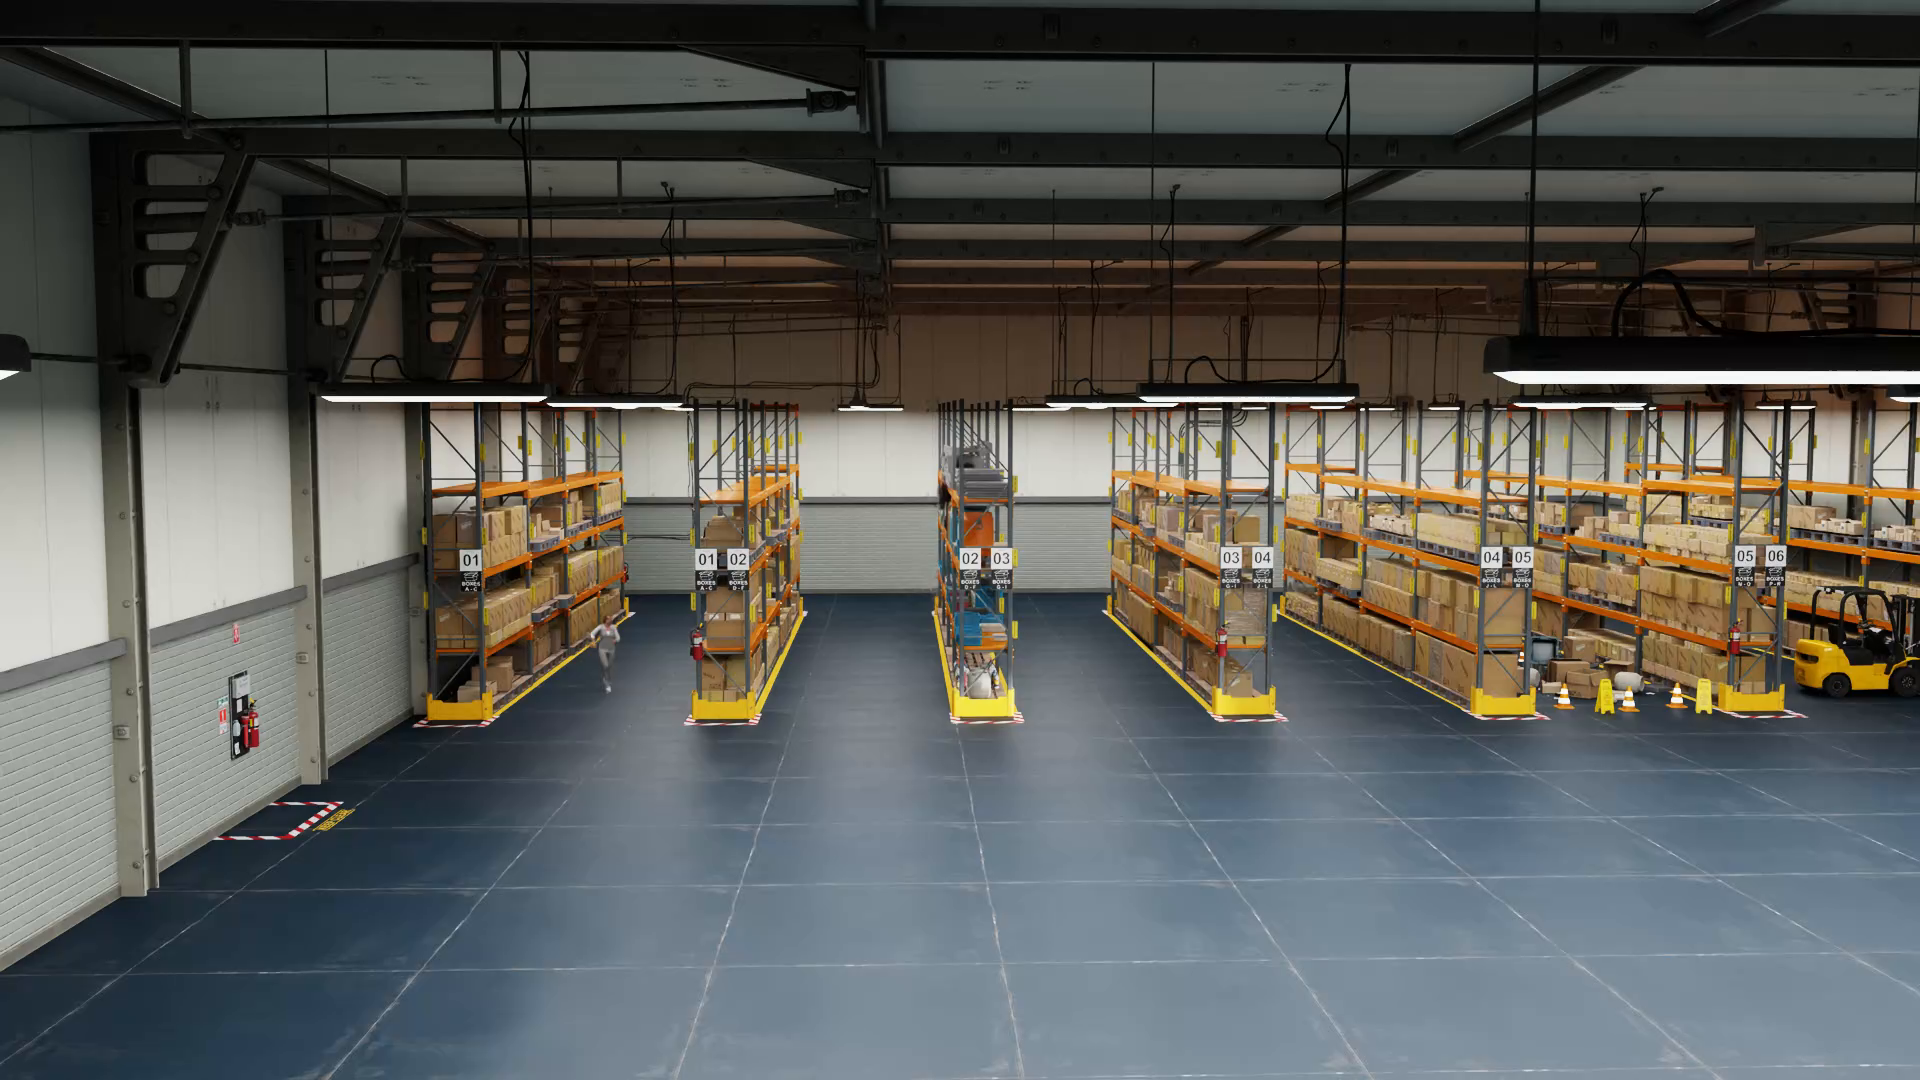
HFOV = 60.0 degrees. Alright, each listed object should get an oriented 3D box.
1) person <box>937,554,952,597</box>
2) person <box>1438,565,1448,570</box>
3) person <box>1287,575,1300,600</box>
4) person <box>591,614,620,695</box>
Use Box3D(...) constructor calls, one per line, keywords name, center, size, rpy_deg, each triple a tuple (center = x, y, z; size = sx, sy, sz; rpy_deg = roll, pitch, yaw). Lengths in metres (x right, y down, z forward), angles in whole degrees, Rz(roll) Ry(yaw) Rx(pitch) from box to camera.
Box3D(name="person", center=(-0.352, 1.137, 50.218), size=(0.783, 1.524, 0.508), rpy_deg=(0, 4, -2))
Box3D(name="person", center=(12.803, 1.539, 43.890), size=(0.704, 1.730, 0.789), rpy_deg=(-2, 5, -27))
Box3D(name="person", center=(9.837, 1.214, 48.716), size=(0.652, 1.712, 0.619), rpy_deg=(-1, 4, -13))
Box3D(name="person", center=(-7.308, 2.319, 34.280), size=(0.566, 1.621, 0.869), rpy_deg=(-2, 5, -27))
